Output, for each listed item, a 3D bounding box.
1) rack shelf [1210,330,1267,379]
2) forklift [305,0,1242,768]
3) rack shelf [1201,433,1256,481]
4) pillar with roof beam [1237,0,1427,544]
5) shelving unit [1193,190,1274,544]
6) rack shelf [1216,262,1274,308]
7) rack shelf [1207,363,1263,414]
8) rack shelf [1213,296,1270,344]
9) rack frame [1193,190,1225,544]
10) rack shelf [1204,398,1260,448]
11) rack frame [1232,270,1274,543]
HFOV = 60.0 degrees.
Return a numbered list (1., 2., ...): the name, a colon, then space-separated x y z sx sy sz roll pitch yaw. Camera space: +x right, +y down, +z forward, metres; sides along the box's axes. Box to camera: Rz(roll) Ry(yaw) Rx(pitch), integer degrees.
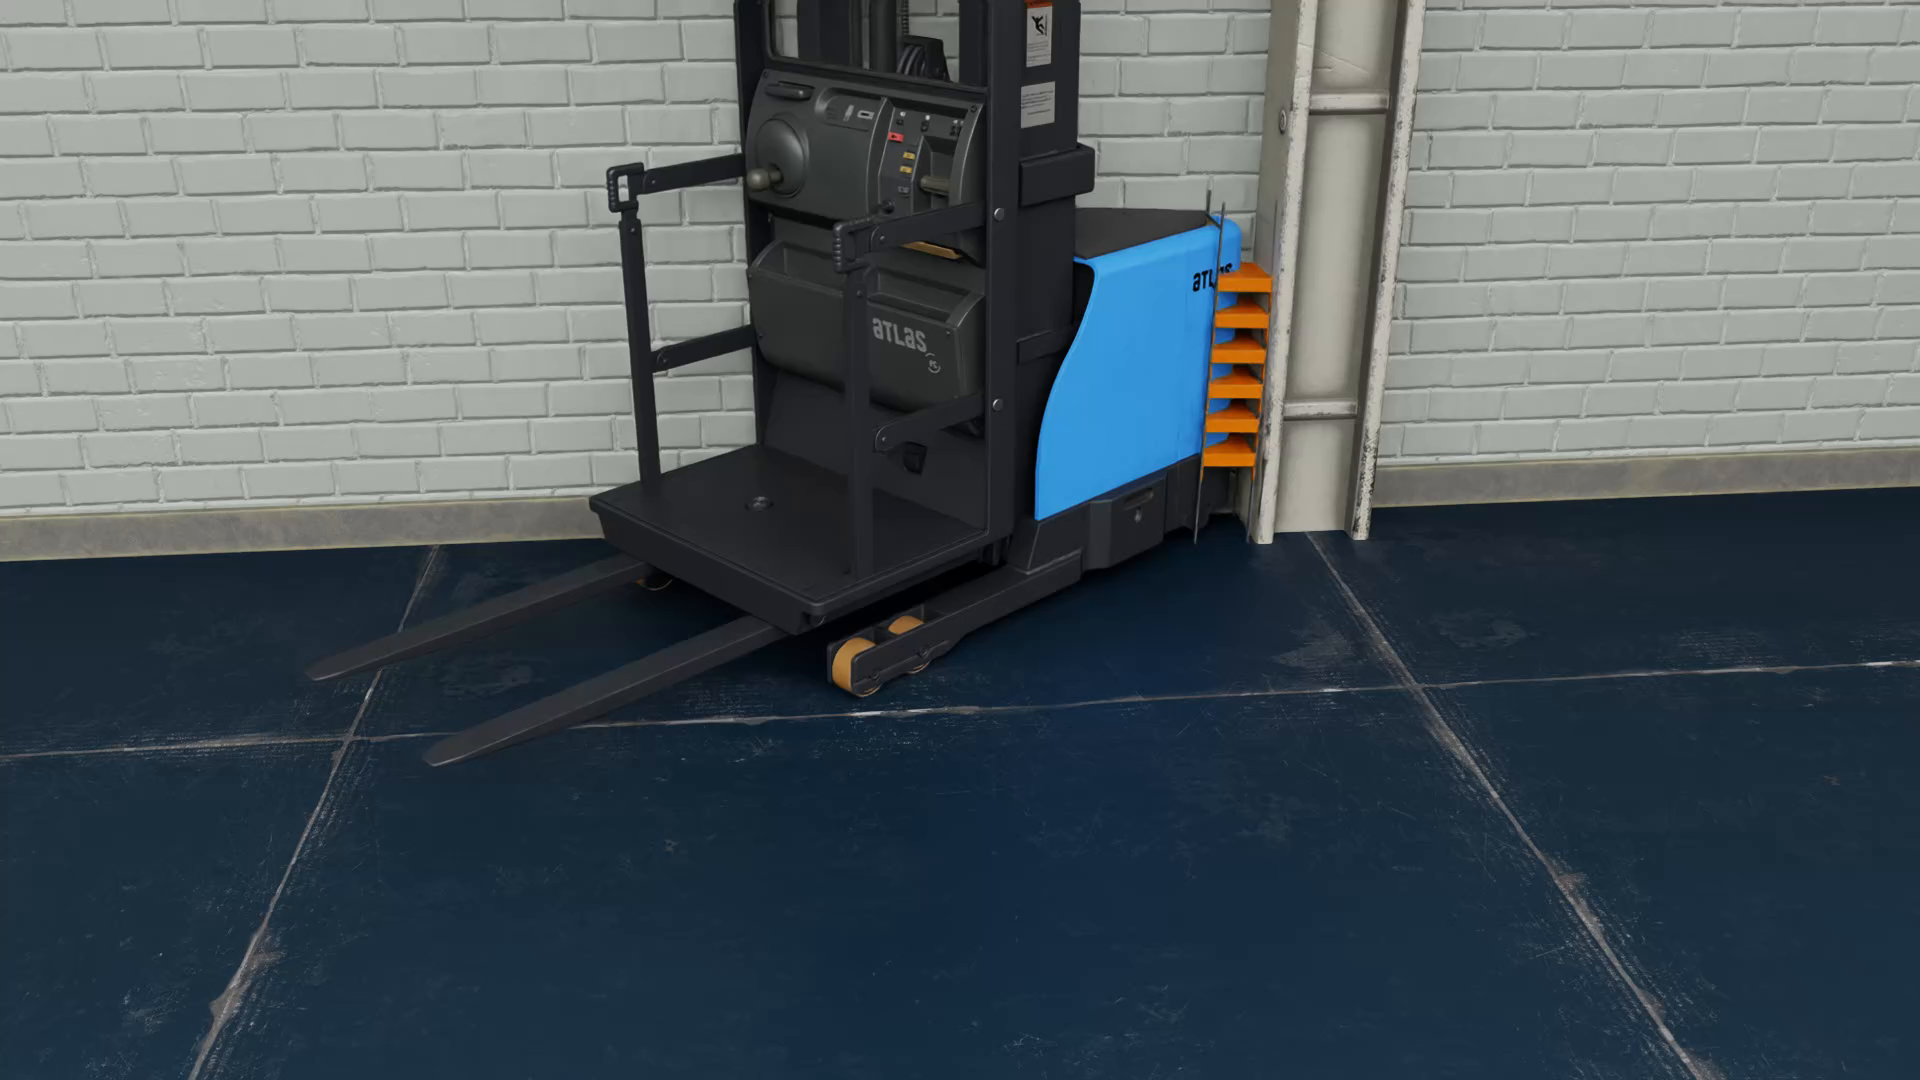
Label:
1. rack shelf: 0.909 -0.627 5.596 0.180 0.103 0.258 0 22 -4
2. forklift: -0.441 -1.127 4.678 1.130 2.935 3.031 22 32 40
3. rack shelf: 0.899 -0.293 5.729 0.180 0.103 0.258 0 22 -4
4. pillar with roof beam: 1.626 -2.429 0.135 0.400 9.000 9.100 -2 24 -5
5. shelving unit: 0.907 -0.557 5.624 0.189 1.200 0.258 0 22 -4
6. rack shelf: 0.916 -0.850 5.507 0.180 0.103 0.258 0 22 -4
7. rack shelf: 0.906 -0.516 5.640 0.180 0.103 0.258 0 22 -4
8. rack shelf: 0.913 -0.739 5.552 0.180 0.103 0.258 0 22 -4
9. rack frame: 0.816 -0.557 5.617 0.006 1.200 0.240 0 22 -4
10. rack shelf: 0.903 -0.405 5.685 0.180 0.103 0.258 0 22 -4
11. rack frame: 0.998 -0.557 5.631 0.006 1.200 0.240 0 22 -4
